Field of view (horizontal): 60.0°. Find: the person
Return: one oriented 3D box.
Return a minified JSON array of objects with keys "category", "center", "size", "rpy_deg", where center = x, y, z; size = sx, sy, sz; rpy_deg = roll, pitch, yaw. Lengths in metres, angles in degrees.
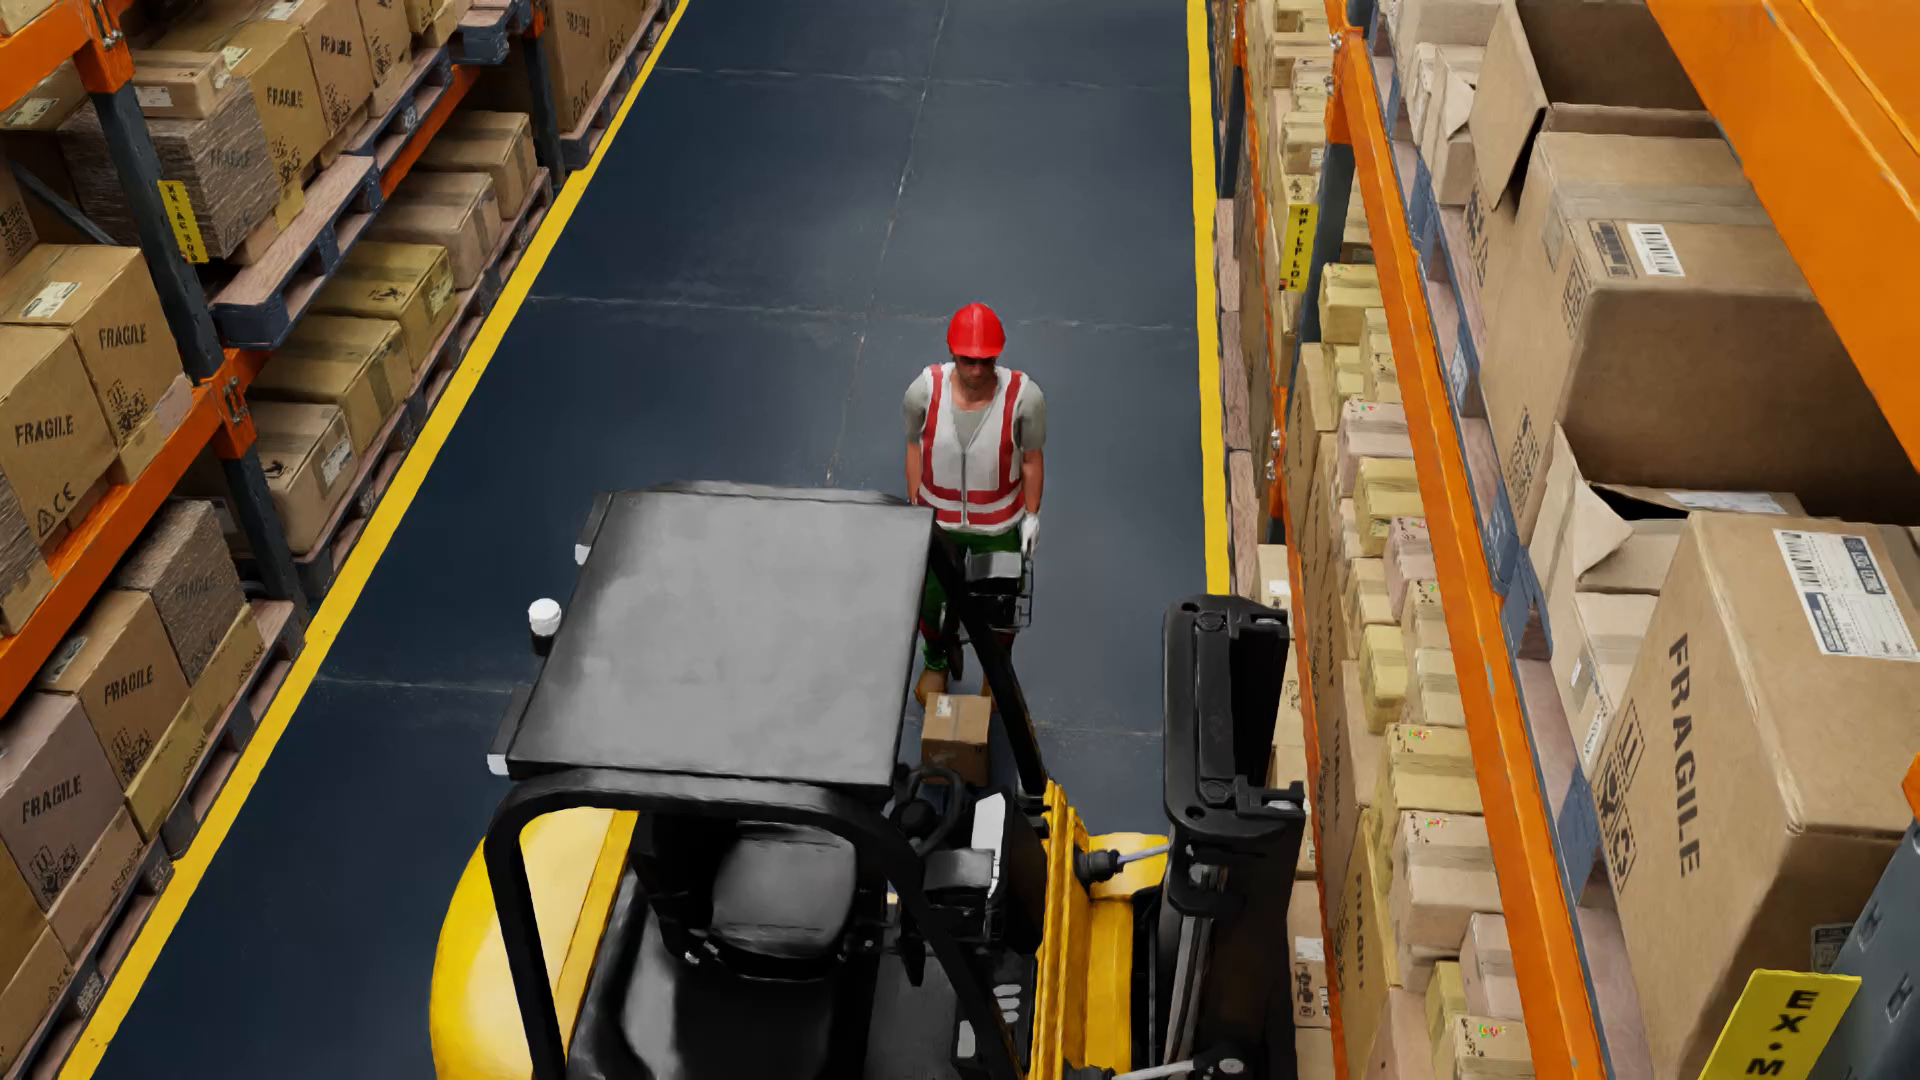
[{"category":"person","center":[0.049,-0.097,6.266],"size":[0.525,1.791,0.341],"rpy_deg":[4,40,5]}]
